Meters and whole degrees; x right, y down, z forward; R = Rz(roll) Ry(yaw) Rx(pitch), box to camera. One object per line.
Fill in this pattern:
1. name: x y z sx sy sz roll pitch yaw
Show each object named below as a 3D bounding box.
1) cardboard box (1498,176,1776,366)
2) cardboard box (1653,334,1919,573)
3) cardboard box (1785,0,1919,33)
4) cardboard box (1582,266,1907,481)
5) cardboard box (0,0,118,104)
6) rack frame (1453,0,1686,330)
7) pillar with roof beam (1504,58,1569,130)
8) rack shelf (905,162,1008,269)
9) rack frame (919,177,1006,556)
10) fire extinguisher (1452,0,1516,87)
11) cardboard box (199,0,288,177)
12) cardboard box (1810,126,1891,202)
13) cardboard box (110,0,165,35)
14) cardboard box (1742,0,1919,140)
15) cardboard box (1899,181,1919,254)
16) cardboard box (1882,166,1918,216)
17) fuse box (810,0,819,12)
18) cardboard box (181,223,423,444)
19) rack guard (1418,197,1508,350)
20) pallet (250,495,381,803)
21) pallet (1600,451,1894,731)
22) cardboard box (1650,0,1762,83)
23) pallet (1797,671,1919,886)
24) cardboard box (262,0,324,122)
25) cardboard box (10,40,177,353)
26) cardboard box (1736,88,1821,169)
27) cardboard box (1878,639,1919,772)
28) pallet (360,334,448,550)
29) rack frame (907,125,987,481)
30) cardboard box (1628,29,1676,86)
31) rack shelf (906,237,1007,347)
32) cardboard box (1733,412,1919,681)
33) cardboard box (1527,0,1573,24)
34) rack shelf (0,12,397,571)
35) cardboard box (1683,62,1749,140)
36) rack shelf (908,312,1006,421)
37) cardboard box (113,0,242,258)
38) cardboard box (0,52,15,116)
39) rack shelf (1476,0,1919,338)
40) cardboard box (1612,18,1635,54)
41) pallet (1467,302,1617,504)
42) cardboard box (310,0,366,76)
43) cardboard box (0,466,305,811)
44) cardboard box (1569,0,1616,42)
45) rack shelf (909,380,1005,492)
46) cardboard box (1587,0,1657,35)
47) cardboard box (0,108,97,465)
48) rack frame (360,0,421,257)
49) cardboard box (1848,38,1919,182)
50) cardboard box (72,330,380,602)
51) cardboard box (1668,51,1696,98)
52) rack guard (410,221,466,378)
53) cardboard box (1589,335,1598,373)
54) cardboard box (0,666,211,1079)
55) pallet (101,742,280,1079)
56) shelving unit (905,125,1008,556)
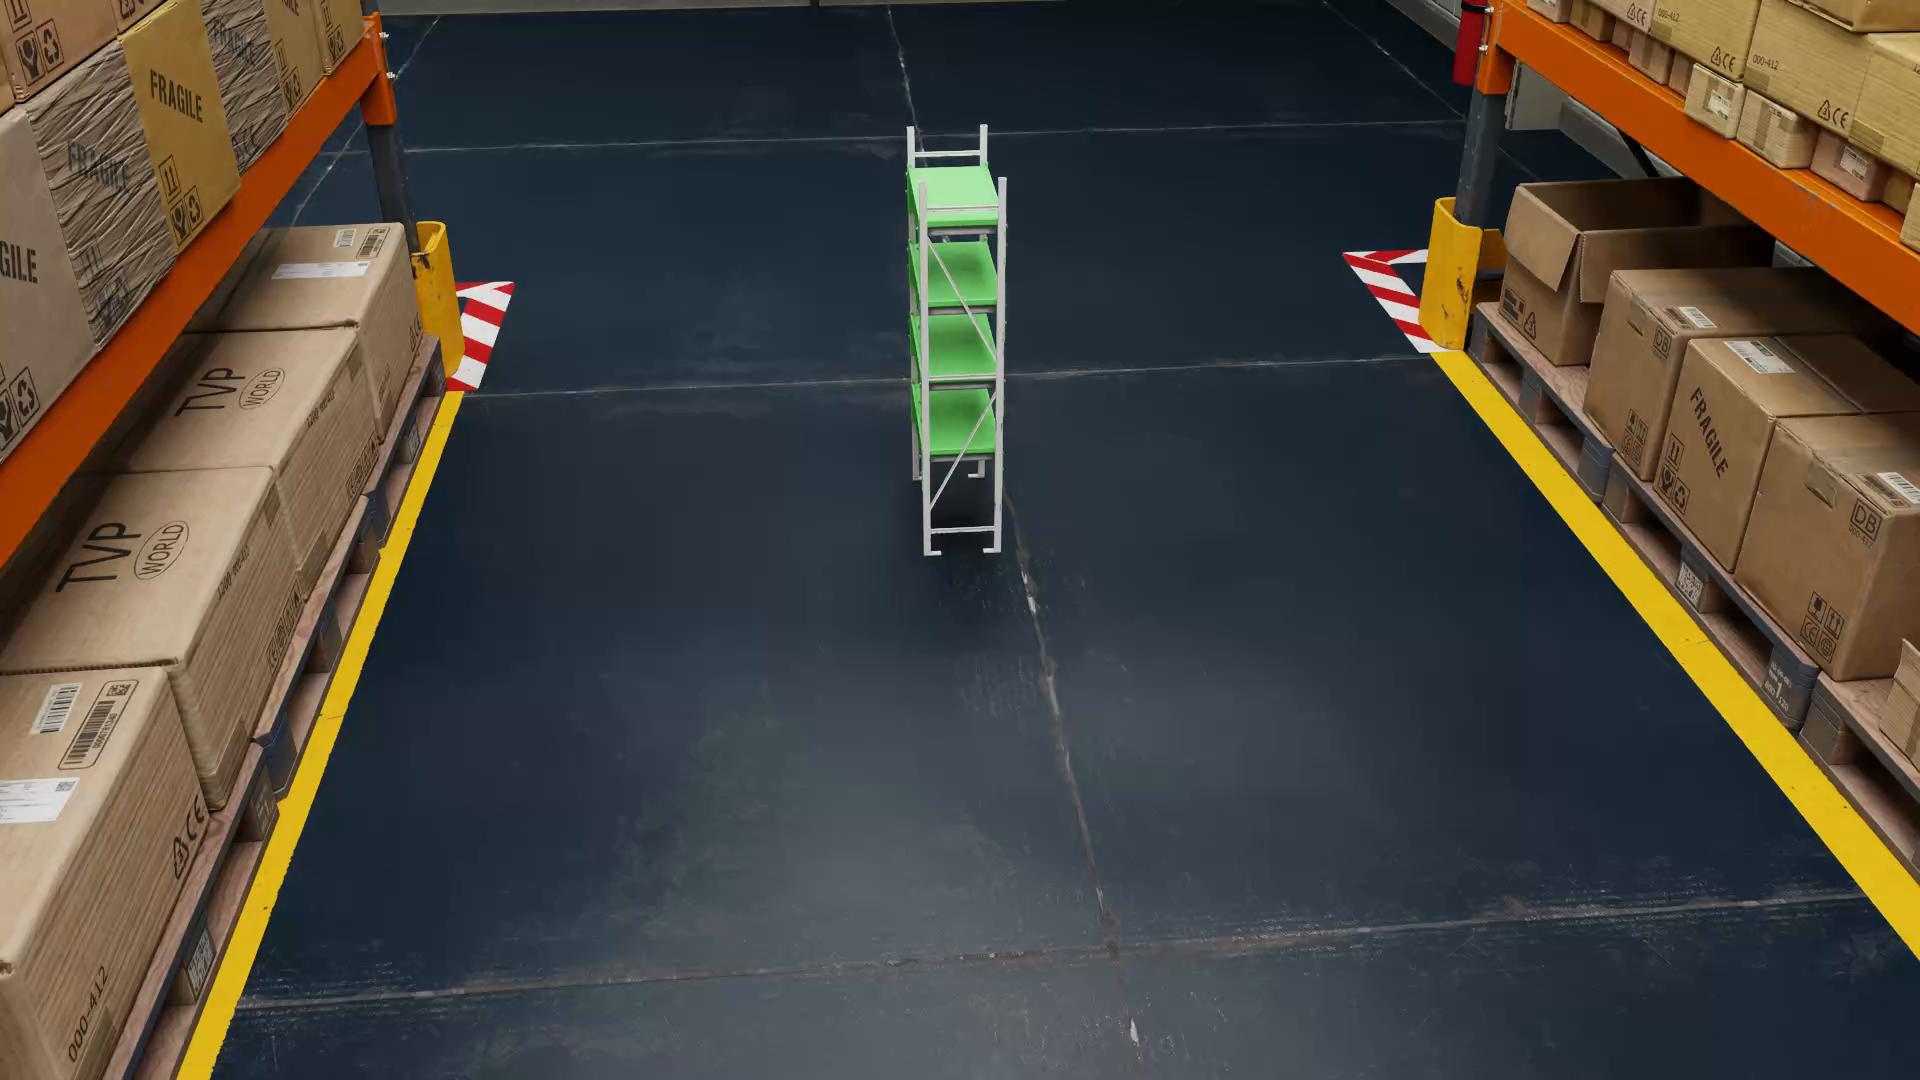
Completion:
1. cardboard box: 2.401 -0.971 5.975 0.797 0.503 0.637 -4 31 -7
2. cardboard box: 2.392 -0.256 4.782 0.500 0.500 0.500 -2 31 -4
3. cardboard box: 2.352 -1.554 4.051 0.500 0.500 0.500 -2 31 -3
4. cardboard box: 2.442 -0.531 5.242 0.700 0.500 0.500 -2 31 -3
5. cardboard box: -2.011 -1.144 3.168 0.500 0.500 0.500 -2 31 -4
6. rack frame: 2.438 -2.179 5.973 1.000 3.000 0.127 -3 31 -5
7. pillar with roof beam: -1.203 -5.968 6.466 9.100 9.000 0.400 -3 31 -5
8. rack shelf: -0.016 -0.957 4.870 0.258 0.148 0.480 -3 31 -5
9. rack frame: 0.007 -0.475 4.875 0.240 1.200 0.015 -3 31 -5
10. fire extinguisher: 1.964 -2.039 6.177 0.296 0.674 0.183 -3 31 -5
11. cardboard box: -2.106 -1.229 4.286 0.500 0.500 0.500 -2 31 -3
12. cardboard box: 2.404 -0.968 4.191 0.380 0.149 0.250 -3 31 -5
13. cardboard box: -2.056 -1.402 3.599 0.500 0.500 0.500 -3 31 -5
14. cardboard box: 2.379 -1.222 4.226 0.500 0.250 0.500 -4 31 -6
15. cardboard box: 2.387 -0.707 3.754 0.380 0.149 0.250 -3 31 -5
16. cardboard box: 2.474 -0.844 3.983 0.380 0.149 0.250 -2 31 -4
17. fuse box: -0.949 -4.290 10.763 0.539 1.711 0.414 -3 31 -5
18. cardboard box: -2.343 -0.687 5.565 0.875 0.438 0.875 -4 31 -6
19. rack guard: 2.445 -1.067 6.549 1.175 0.500 0.348 -3 31 -5
20. pallet: -2.240 0.284 4.569 1.003 0.211 1.213 -3 31 -5
21. pallet: 2.631 0.086 4.901 1.003 0.211 1.213 -3 31 -5
22. cardboard box: 2.310 -1.482 4.662 0.500 0.250 0.500 -3 31 -6
23. pallet: 2.748 0.710 3.856 1.003 0.211 1.213 -3 31 -5
24. cardboard box: -2.163 -1.492 4.724 0.500 0.500 0.500 -3 31 -6
25. cardboard box: -1.996 -0.703 3.405 0.500 0.500 0.500 -3 31 -4
26. cardboard box: 2.311 -1.096 4.406 0.380 0.149 0.250 -2 31 -3
27. cardboard box: 2.434 0.404 3.905 0.396 0.266 0.258 -2 31 -3
28. pallet: -2.351 -0.337 5.609 1.003 0.211 1.213 -3 31 -5
29. rack frame: -0.038 -0.724 5.292 0.240 1.200 0.015 -3 31 -5
30. cardboard box: 2.287 -1.498 5.078 0.380 0.149 0.250 -2 31 -3
31. rack shelf: -0.016 -0.751 4.994 0.258 0.148 0.480 -3 31 -5
32. cardboard box: 2.539 -0.001 4.354 0.700 0.500 0.500 -4 31 -6
33. cardboard box: 2.195 -1.890 5.734 0.380 0.149 0.250 -3 31 -5
34. rack shelf: -2.317 -0.609 4.046 1.077 0.370 4.000 -3 31 -5
35. cardboard box: 2.266 -1.230 4.629 0.380 0.149 0.250 -4 31 -6
36. rack shelf: -0.015 -0.545 5.117 0.258 0.148 0.480 -3 31 -5
37. cardboard box: -2.044 -0.966 3.845 0.500 0.500 0.500 -2 31 -3
38. cardboard box: -1.974 -0.882 2.729 0.500 0.500 0.500 -3 31 -5
39. rack shelf: 2.625 -0.849 4.448 1.077 0.370 4.000 -3 31 -5
40. cardboard box: 2.324 -1.630 5.299 0.380 0.149 0.250 -3 31 -5
41. pallet: 2.520 -0.536 5.941 1.003 0.211 1.213 -3 31 -5
42. cardboard box: -2.195 -1.748 5.155 0.500 0.500 0.500 -3 31 -4
43. cardboard box: -2.166 0.240 4.012 0.875 0.438 0.875 -4 31 -6
44. cardboard box: 2.265 -1.762 5.520 0.380 0.149 0.250 -2 31 -3
45. rack shelf: -0.015 -0.339 5.240 0.258 0.148 0.480 -3 31 -5
46. cardboard box: 2.259 -1.740 5.095 0.500 0.250 0.500 -2 31 -4
47. cardboard box: -1.956 -0.449 2.979 0.500 0.500 0.500 -3 31 -4
48. rack frame: -2.504 -1.939 5.571 1.000 3.000 0.127 -3 31 -5
49. cardboard box: 2.426 -0.959 3.786 0.500 0.250 0.500 -3 31 -5
50. cardboard box: -2.249 -0.220 4.783 0.875 0.438 0.875 -2 31 -3
51. cardboard box: 2.317 -1.363 4.851 0.380 0.149 0.250 -2 31 -4
52. rack guard: -2.506 -0.878 6.233 1.175 0.500 0.348 -3 31 -5
53. cardboard box: 2.402 -0.600 5.699 0.380 0.149 0.250 -4 31 -7
54. cardboard box: -2.082 0.697 3.247 0.875 0.438 0.875 -3 31 -5
55. pallet: -2.123 0.908 3.524 1.003 0.211 1.213 -3 31 -5
56. shelving unit: -0.015 -0.600 5.084 0.258 1.200 0.503 -3 31 -5
